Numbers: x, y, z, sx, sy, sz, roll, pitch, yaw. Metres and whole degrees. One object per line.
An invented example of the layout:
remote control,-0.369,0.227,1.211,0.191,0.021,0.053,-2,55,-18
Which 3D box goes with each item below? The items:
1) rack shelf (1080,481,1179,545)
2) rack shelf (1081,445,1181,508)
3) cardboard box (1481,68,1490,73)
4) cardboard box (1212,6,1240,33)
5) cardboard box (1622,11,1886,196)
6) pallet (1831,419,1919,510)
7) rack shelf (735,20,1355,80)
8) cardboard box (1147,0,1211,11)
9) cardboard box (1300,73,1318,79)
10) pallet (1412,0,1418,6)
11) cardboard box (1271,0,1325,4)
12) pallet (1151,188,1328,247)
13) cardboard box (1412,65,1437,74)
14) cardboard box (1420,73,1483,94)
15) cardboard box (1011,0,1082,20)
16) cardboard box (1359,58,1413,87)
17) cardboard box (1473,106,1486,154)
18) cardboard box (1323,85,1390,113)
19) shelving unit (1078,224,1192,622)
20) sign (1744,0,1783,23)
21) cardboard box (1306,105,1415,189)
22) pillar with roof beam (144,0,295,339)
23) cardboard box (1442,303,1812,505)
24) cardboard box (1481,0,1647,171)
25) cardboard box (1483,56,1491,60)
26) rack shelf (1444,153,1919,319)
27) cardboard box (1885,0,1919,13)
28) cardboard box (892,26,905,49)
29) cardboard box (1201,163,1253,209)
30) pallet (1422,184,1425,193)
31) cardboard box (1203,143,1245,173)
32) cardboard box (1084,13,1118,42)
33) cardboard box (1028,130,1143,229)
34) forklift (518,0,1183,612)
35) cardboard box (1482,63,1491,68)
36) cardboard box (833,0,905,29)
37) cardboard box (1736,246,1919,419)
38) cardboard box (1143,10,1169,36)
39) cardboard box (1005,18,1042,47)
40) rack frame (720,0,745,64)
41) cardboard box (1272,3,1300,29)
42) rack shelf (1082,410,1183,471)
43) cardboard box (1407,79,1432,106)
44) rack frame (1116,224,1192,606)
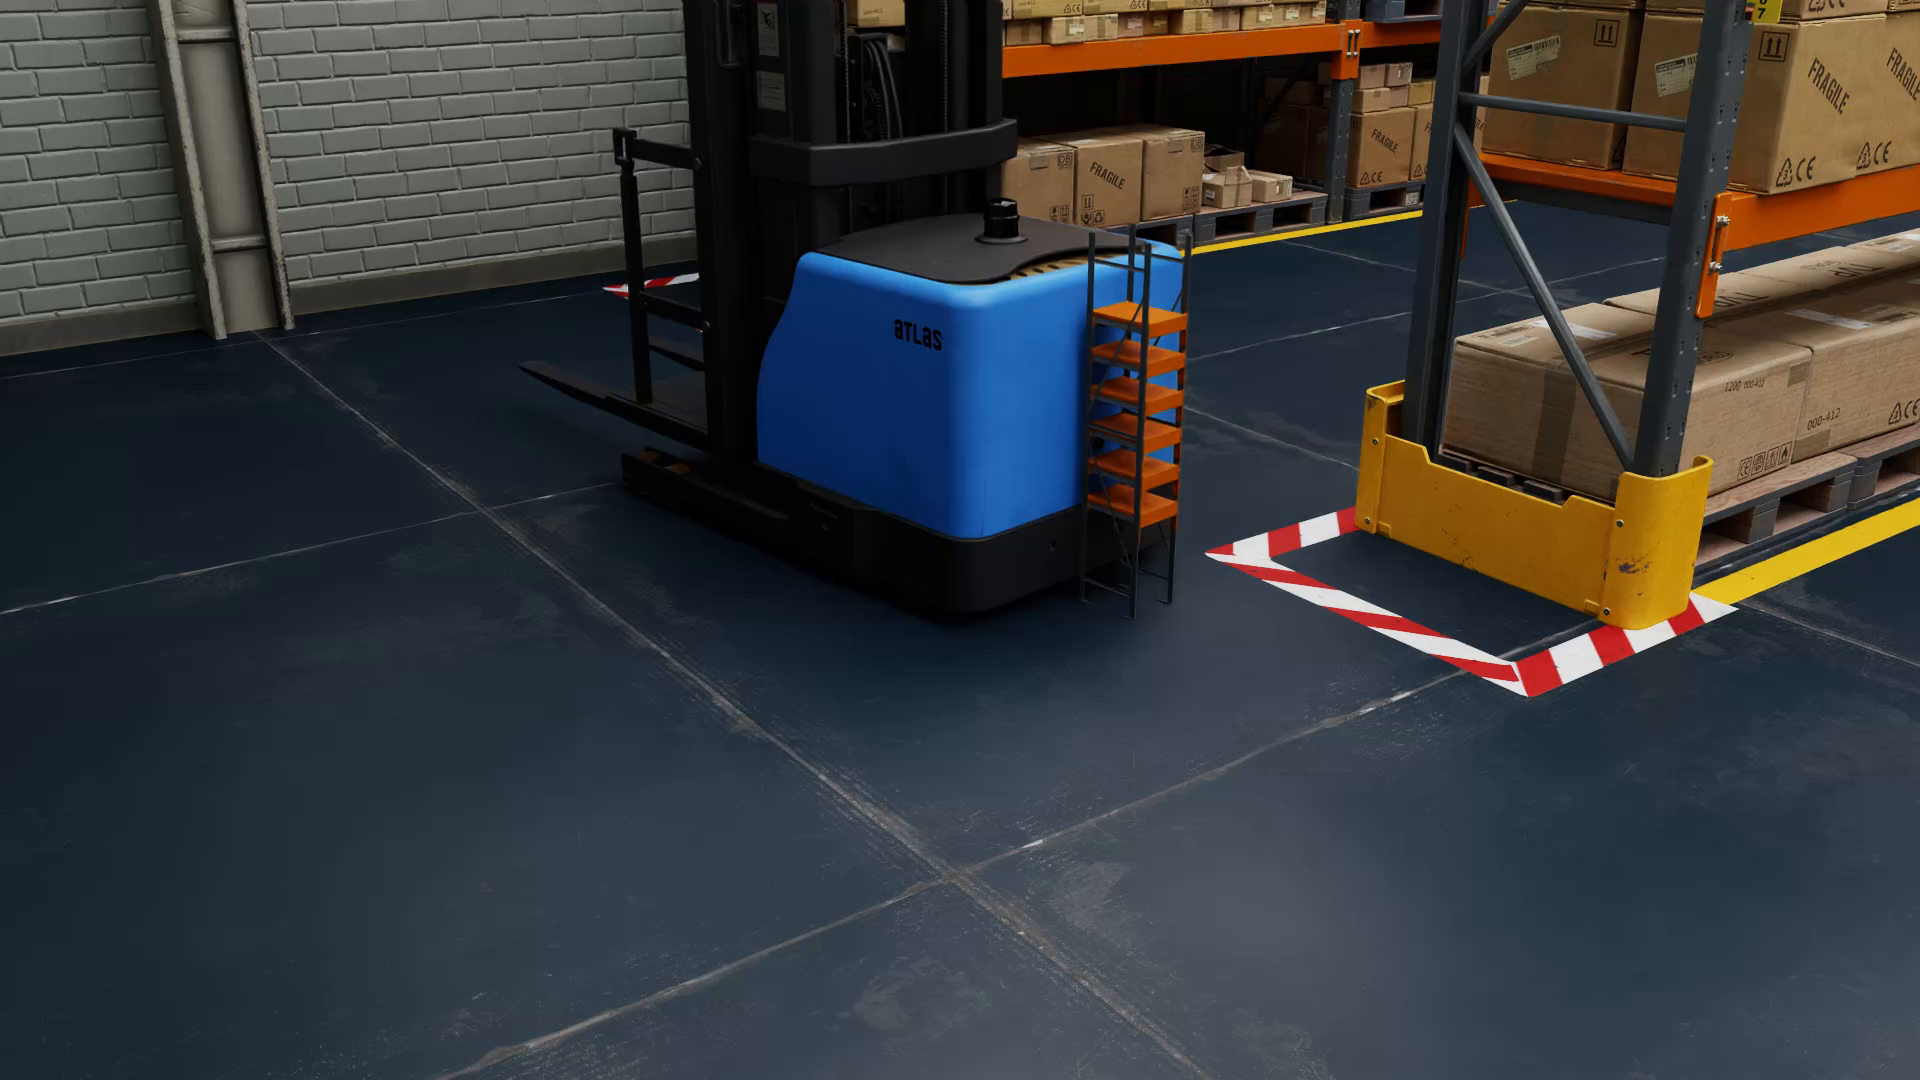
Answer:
rack shelf,0.536,-0.089,5.269,0.180,0.103,0.258,-19,29,-40
rack shelf,0.536,-0.201,5.224,0.180,0.103,0.258,-19,29,-40
cardboard box,3.923,-3.380,12.249,0.250,0.149,0.380,-15,26,-33
cardboard box,1.515,-3.241,10.311,0.250,0.149,0.380,-14,26,-31
cardboard box,2.463,-1.384,5.182,0.500,0.500,0.500,-15,26,-33
pallet,3.499,-0.484,6.824,1.213,0.211,1.003,-15,26,-33
rack shelf,0.628,-2.911,10.115,4.000,0.370,1.077,-15,26,-33
cardboard box,1.170,-3.346,10.035,0.500,0.250,0.500,-15,26,-33
cardboard box,2.592,-3.238,11.895,0.250,0.149,0.380,-15,26,-33
pallet,3.922,-4.032,12.213,1.213,0.211,1.003,-15,26,-33
cardboard box,1.980,-3.563,10.579,0.500,0.250,0.500,-14,26,-32
pallet,1.693,-2.234,11.211,1.213,0.211,1.003,-15,26,-33
cardboard box,3.407,-3.473,12.483,0.250,0.149,0.380,-14,26,-32
cardboard box,3.518,-3.259,11.948,0.250,0.149,0.380,-15,26,-33
cardboard box,0.348,-3.118,9.463,0.500,0.250,0.500,-16,26,-34
cardboard box,2.880,-3.220,11.447,0.250,0.149,0.380,-16,27,-35
cardboard box,3.609,-2.974,12.108,0.500,0.500,0.500,-16,27,-34
cardboard box,2.698,-3.011,11.325,0.250,0.149,0.380,-14,25,-30
shelving unit,0.536,-0.354,5.163,0.189,1.200,0.258,-19,29,-40
sign,2.225,-1.590,4.559,0.005,0.325,0.100,-15,26,-33
cardboard box,2.775,-2.749,11.544,0.500,0.500,0.500,-14,25,-31
pillar with roof beam,-1.197,-3.991,3.756,0.400,9.000,9.100,-15,26,-33
cardboard box,2.383,-0.498,5.987,0.875,0.438,0.875,-16,27,-35
cardboard box,2.143,-1.550,5.599,0.500,0.500,0.500,-15,26,-33
cardboard box,4.231,-3.702,13.057,0.250,0.149,0.380,-16,27,-35
rack shelf,3.529,-1.418,6.374,4.000,0.370,1.077,-15,26,-33
cardboard box,2.877,-1.963,5.283,0.500,0.500,0.500,-16,27,-34
cardboard box,-0.389,-2.753,9.087,0.250,0.149,0.380,-14,26,-32
cardboard box,1.680,-2.317,10.778,0.258,0.266,0.396,-14,26,-31
pallet,3.880,-2.836,12.718,1.213,0.211,1.003,-15,26,-33
cardboard box,1.577,-2.552,11.306,0.500,0.311,0.500,-14,26,-31
cardboard box,0.708,-3.011,9.734,0.250,0.149,0.380,-14,26,-32
cardboard box,0.760,-2.208,10.188,0.500,0.500,0.500,-14,26,-32
forklift,-0.636,-1.595,5.939,1.130,2.935,3.031,-19,29,-40
cardboard box,3.874,-3.564,12.711,0.250,0.149,0.380,-15,26,-33
cardboard box,-0.470,-2.898,8.912,0.500,0.250,0.500,-15,26,-33
cardboard box,3.854,-0.893,6.977,0.875,0.438,0.875,-16,27,-34
cardboard box,1.050,-3.155,10.095,0.250,0.149,0.380,-14,26,-32
cardboard box,0.257,-2.916,9.495,0.250,0.149,0.380,-14,26,-32
rack frame,-0.996,-2.812,8.896,0.127,3.000,1.000,-15,26,-33
cardboard box,1.941,-3.353,10.592,0.250,0.149,0.380,-14,26,-31
rack shelf,0.536,-0.312,5.180,0.180,0.103,0.258,-19,29,-40
cardboard box,3.079,-3.153,11.682,0.250,0.149,0.380,-17,27,-36
rack frame,0.603,-0.377,5.221,0.006,1.200,0.240,-19,29,-40
